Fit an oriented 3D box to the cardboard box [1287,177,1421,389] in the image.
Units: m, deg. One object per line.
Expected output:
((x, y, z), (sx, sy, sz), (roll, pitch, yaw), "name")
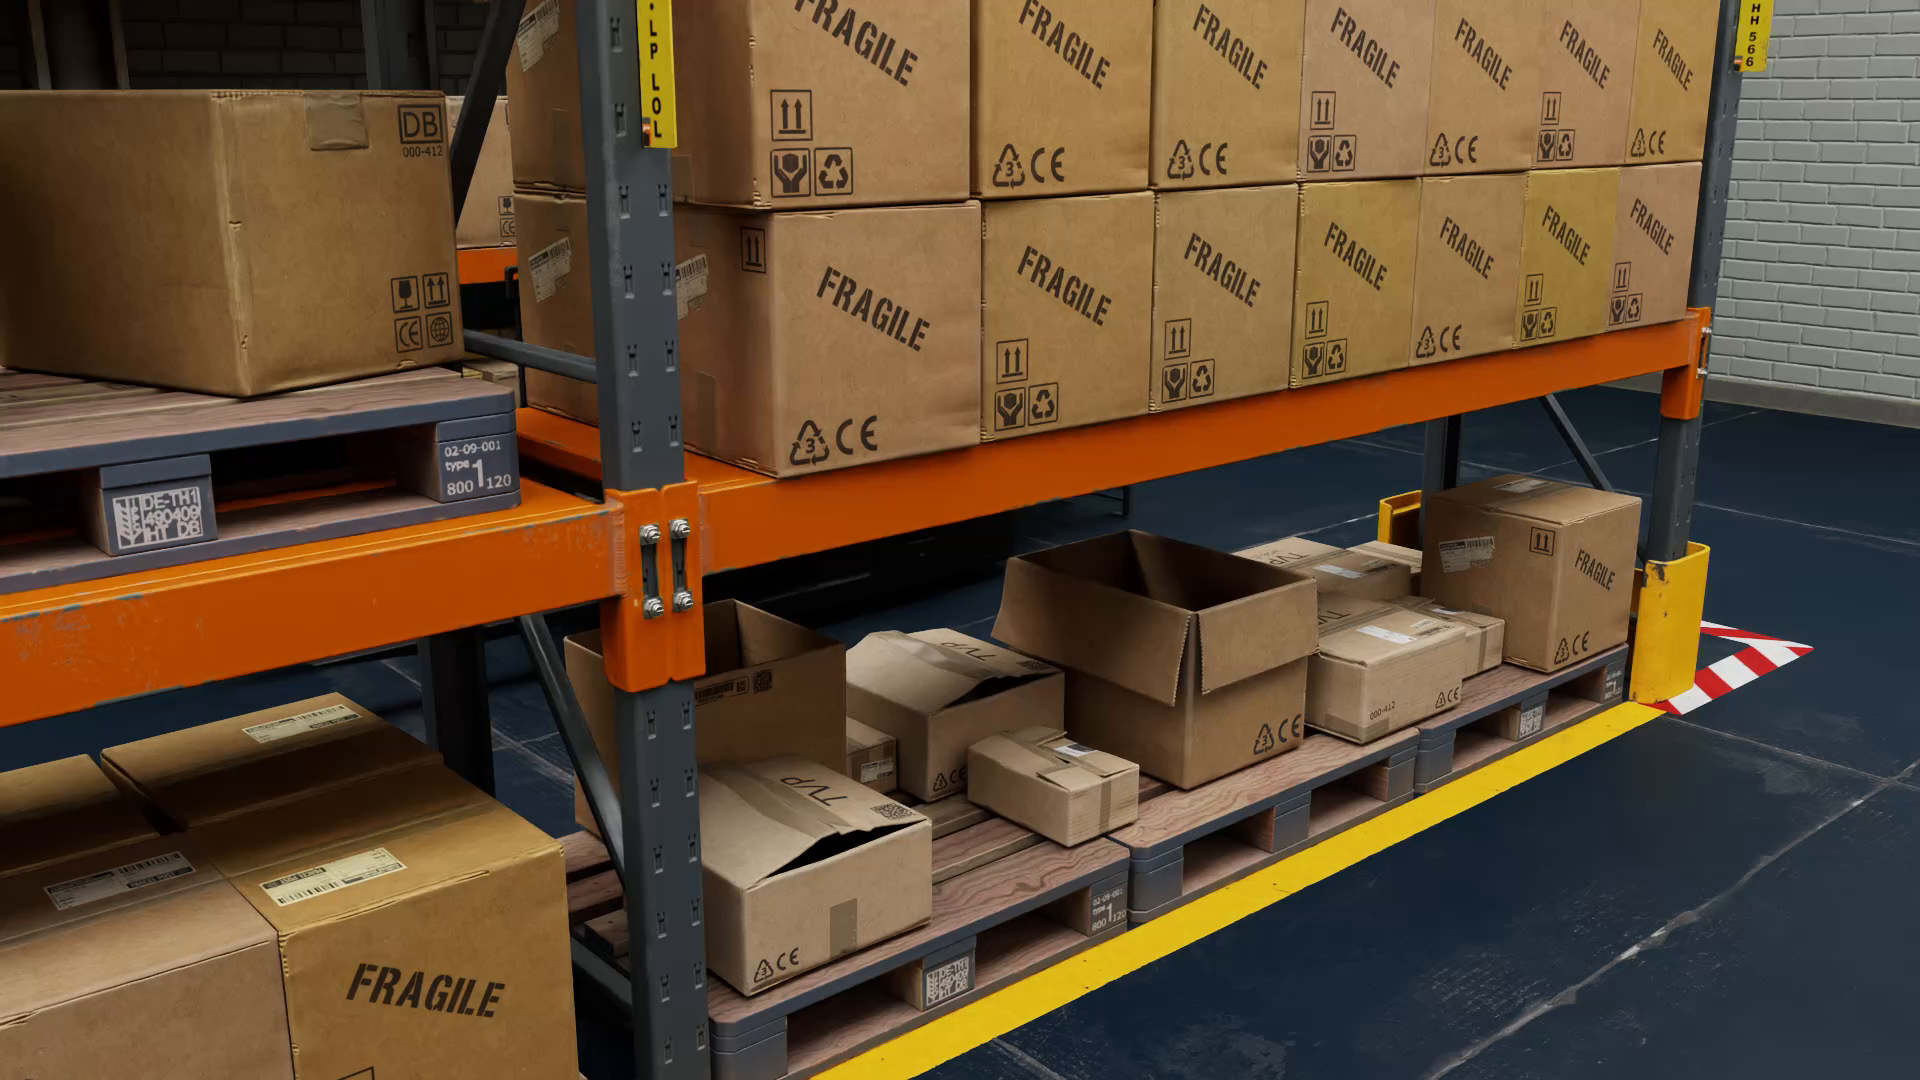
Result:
((0.840, -0.702, 4.370), (0.500, 0.500, 0.500), (-13, 20, -40), "cardboard box")

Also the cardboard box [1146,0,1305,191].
((0.448, -1.093, 3.897), (0.500, 0.500, 0.500), (-13, 20, -41), "cardboard box")

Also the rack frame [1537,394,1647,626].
((2.147, -1.040, 5.831), (0.053, 2.616, 0.949), (-13, 19, -39), "rack frame")

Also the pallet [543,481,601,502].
((-2.578, -0.300, 8.463), (1.213, 0.211, 1.003), (-13, 19, -39), "pallet")

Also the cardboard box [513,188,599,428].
((-0.660, -0.545, 3.783), (0.500, 0.500, 0.500), (-12, 19, -38), "cardboard box")

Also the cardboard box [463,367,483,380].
((-2.722, -0.598, 8.208), (0.500, 0.500, 0.700), (-12, 19, -38), "cardboard box")

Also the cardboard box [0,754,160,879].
((-1.789, 0.760, 3.082), (0.500, 0.500, 0.500), (-12, 19, -39), "cardboard box")

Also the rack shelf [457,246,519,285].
((-2.615, -1.317, 8.261), (4.000, 0.370, 1.077), (-13, 19, -39), "rack shelf")

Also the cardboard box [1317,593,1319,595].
((0.798, 0.283, 5.355), (0.500, 0.250, 0.500), (-13, 19, -39), "cardboard box")

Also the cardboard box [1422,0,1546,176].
((1.225, -1.267, 4.551), (0.500, 0.500, 0.500), (-12, 19, -38), "cardboard box")

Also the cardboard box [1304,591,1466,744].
((1.164, 0.372, 5.022), (0.500, 0.250, 0.500), (-13, 19, -39), "cardboard box")

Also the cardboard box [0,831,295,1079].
((-1.431, 0.855, 2.729), (0.500, 0.500, 0.500), (-13, 19, -39), "cardboard box")

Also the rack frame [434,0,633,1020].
((-0.871, -0.362, 3.294), (0.053, 2.616, 0.949), (-13, 19, -39), "rack frame")

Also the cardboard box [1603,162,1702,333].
((1.990, -0.959, 5.333), (0.500, 0.500, 0.500), (-12, 19, -38), "cardboard box")

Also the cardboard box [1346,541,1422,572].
((1.607, 0.129, 6.125), (0.250, 0.149, 0.380), (-13, 19, -39), "cardboard box")

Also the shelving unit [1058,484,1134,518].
((0.297, -0.615, 7.871), (1.048, 1.125, 0.538), (-13, 20, -40), "shelving unit")

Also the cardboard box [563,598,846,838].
((-0.625, 0.482, 4.126), (0.500, 0.500, 0.500), (-13, 19, -39), "cardboard box")

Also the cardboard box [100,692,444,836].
((-1.394, 0.668, 3.429), (0.500, 0.500, 0.500), (-14, 20, -42), "cardboard box")

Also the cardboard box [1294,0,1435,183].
((0.837, -1.180, 4.225), (0.500, 0.500, 0.500), (-12, 19, -38), "cardboard box")

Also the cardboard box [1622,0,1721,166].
((1.994, -1.442, 5.204), (0.500, 0.500, 0.500), (-13, 20, -40), "cardboard box")

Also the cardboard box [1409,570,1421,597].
((1.419, 0.163, 5.964), (0.250, 0.166, 0.380), (-13, 19, -39), "cardboard box")

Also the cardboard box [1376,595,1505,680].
((1.536, 0.308, 5.422), (0.250, 0.166, 0.380), (-13, 19, -39), "cardboard box")

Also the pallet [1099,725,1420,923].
((0.571, 0.662, 4.864), (1.213, 0.211, 1.003), (-13, 19, -39), "pallet")

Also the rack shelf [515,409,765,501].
((0.640, -0.447, 4.628), (3.809, 0.124, 0.919), (-13, 19, -39), "rack shelf")

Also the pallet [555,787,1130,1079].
((-0.350, 0.869, 4.087), (1.213, 0.211, 1.003), (-13, 19, -39), "pallet")

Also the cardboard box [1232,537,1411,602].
((1.175, 0.198, 5.672), (0.500, 0.250, 0.500), (-13, 19, -39), "cardboard box")

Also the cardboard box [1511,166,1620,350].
((1.601, -0.870, 5.002), (0.500, 0.500, 0.500), (-12, 19, -39), "cardboard box")

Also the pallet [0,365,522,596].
((-1.543, -0.155, 2.890), (1.213, 0.211, 1.003), (-13, 19, -39), "pallet")

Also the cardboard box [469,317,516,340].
((-2.367, -1.062, 8.688), (0.250, 0.149, 0.380), (-12, 19, -39), "cardboard box")

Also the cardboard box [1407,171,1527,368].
((1.221, -0.787, 4.689), (0.500, 0.500, 0.500), (-12, 19, -39), "cardboard box")

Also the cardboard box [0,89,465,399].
((-1.373, -0.576, 3.087), (0.700, 0.500, 0.500), (8, 17, 28), "cardboard box")

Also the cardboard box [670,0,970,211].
((-0.329, -0.918, 3.244), (0.500, 0.500, 0.500), (-12, 19, -38), "cardboard box")

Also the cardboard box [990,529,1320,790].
((0.545, 0.312, 4.753), (0.637, 0.503, 0.797), (-13, 19, -39), "cardboard box")

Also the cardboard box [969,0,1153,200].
((0.060, -1.006, 3.571), (0.500, 0.500, 0.500), (-13, 20, -41), "cardboard box")

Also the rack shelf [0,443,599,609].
((-2.377, 0.196, 2.082), (3.809, 0.052, 0.919), (-13, 19, -39), "rack shelf")

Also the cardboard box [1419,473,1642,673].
((1.900, 0.096, 5.570), (0.500, 0.500, 0.500), (-13, 19, -39), "cardboard box")

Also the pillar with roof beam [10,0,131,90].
((-1.337, -3.673, 4.063), (0.400, 9.000, 9.100), (-13, 19, -39), "pillar with roof beam")

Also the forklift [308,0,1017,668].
((-1.186, -1.120, 6.265), (3.031, 2.935, 1.130), (-13, 20, -40), "forklift")

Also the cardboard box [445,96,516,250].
((-2.607, -1.807, 8.121), (0.700, 0.700, 0.980), (-14, 20, -42), "cardboard box")

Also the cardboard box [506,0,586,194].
((-0.657, -1.029, 3.659), (0.500, 0.500, 0.500), (-13, 19, -39), "cardboard box")

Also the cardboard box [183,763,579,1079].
((-1.053, 0.773, 3.036), (0.500, 0.500, 0.500), (-13, 20, -40), "cardboard box")

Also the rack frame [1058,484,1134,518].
((0.674, -0.703, 8.201), (0.032, 1.125, 0.500), (-13, 20, -40), "rack frame")

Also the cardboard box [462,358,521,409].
((-2.325, -0.690, 8.551), (0.500, 0.500, 0.700), (-13, 20, -41), "cardboard box")
